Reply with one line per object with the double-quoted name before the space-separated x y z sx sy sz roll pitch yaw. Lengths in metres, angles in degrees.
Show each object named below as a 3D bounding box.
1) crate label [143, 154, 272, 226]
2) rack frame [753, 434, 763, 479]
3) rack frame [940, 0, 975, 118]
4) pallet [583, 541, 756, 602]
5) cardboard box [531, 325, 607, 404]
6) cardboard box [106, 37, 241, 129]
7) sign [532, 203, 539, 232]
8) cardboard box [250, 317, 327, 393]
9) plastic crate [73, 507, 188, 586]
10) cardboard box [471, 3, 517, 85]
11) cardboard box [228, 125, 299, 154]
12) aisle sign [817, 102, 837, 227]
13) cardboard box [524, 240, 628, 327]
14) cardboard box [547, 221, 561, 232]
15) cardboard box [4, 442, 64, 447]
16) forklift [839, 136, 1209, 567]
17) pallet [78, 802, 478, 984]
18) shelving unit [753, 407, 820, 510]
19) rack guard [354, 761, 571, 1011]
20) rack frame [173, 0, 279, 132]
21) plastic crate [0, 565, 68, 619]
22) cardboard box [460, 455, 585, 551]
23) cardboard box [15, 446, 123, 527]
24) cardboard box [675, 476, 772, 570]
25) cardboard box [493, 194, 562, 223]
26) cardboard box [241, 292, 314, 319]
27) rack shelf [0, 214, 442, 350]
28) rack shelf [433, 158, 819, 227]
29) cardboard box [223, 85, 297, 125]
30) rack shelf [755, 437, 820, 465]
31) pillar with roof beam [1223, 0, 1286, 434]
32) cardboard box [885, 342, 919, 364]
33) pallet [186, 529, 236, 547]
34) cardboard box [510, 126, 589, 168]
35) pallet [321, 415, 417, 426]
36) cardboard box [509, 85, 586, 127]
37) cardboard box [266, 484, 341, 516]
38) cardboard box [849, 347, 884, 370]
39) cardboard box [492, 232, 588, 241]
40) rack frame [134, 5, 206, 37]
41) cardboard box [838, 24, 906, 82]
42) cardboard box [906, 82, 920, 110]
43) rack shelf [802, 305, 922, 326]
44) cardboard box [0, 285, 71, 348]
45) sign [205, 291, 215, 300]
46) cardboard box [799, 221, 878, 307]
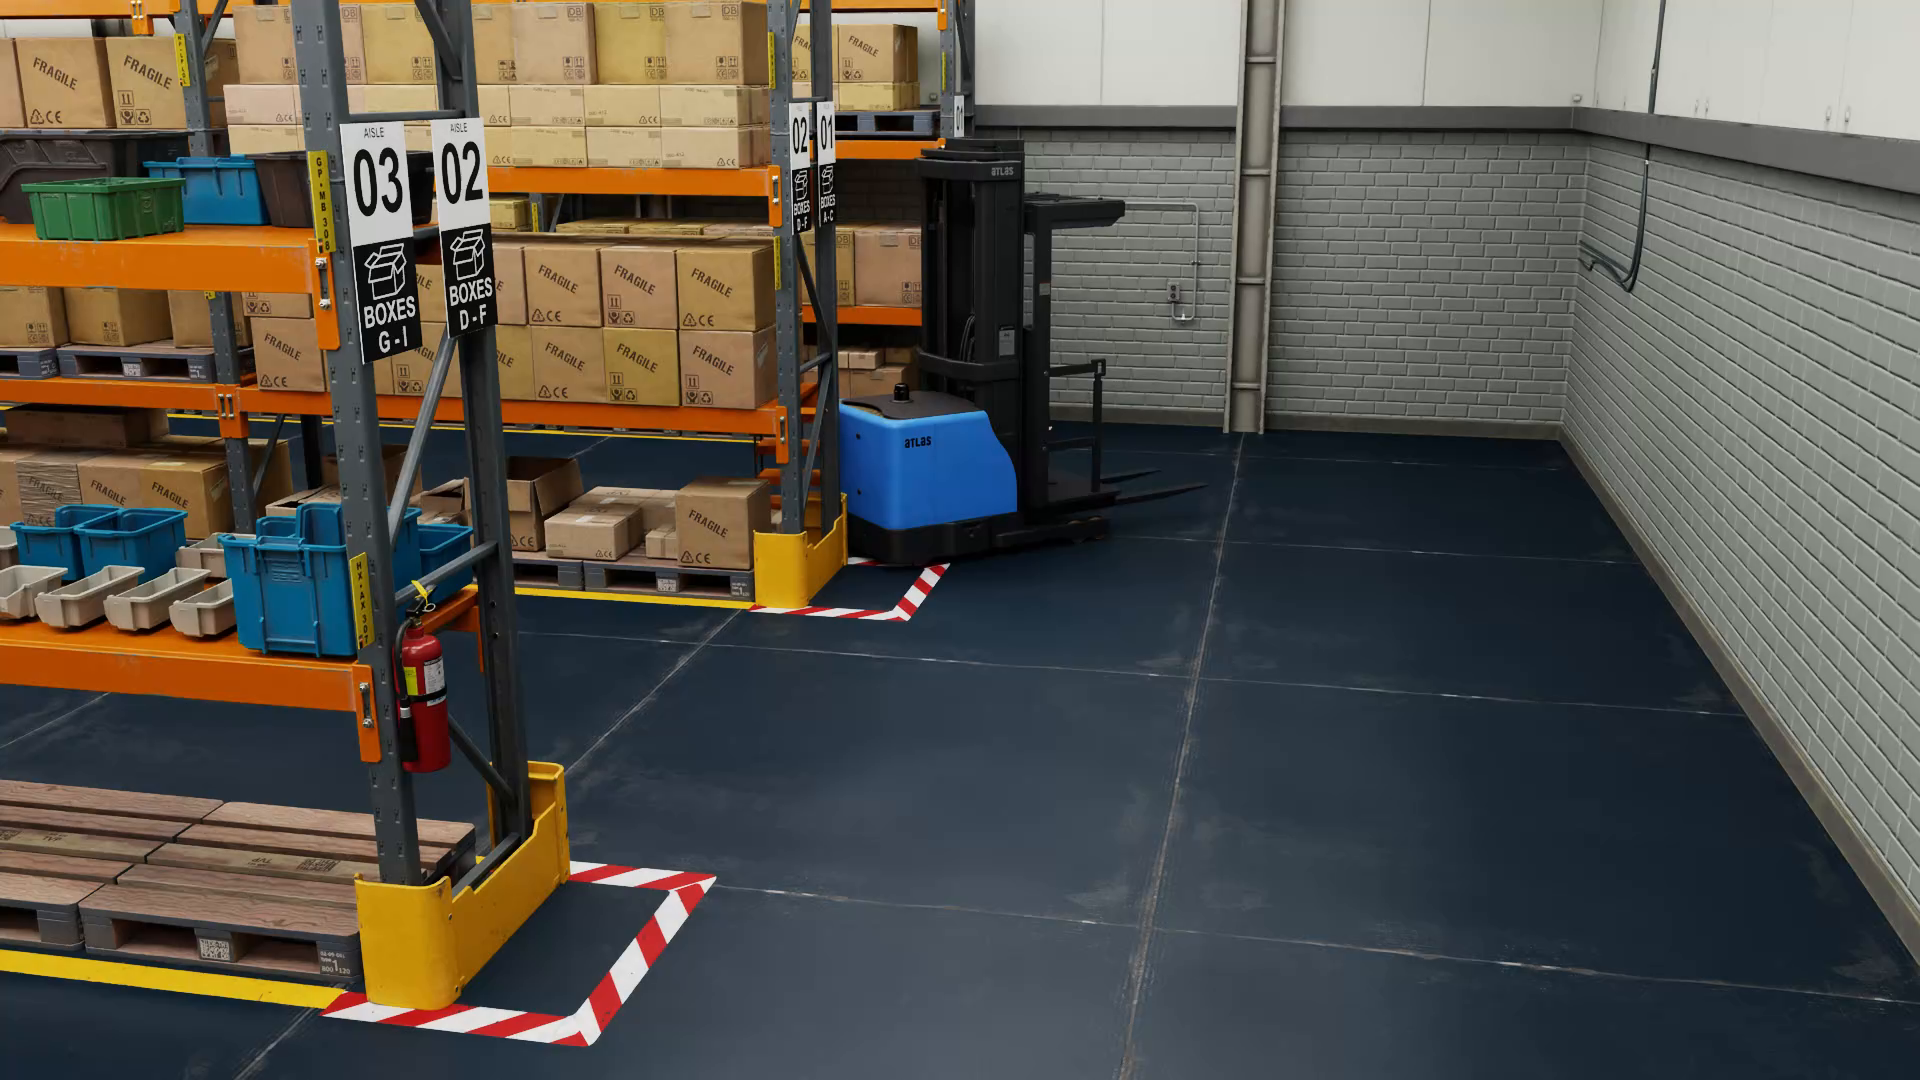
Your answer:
"crate label" -2.830 -1.361 6.446 0.502 0.251 0.408 3 16 11
"rack frame" -1.452 -0.492 12.021 0.015 1.200 0.240 1 16 5
"rack frame" -0.017 -5.336 14.899 0.127 3.000 1.000 3 16 11
"pallet" -1.856 0.149 11.560 1.213 0.211 1.003 3 16 11
"cardboard box" -2.490 -1.204 11.034 0.500 0.500 0.500 3 16 12
"cardboard box" -5.399 -3.152 11.472 0.600 0.600 0.600 2 16 6
"sign" -4.035 -3.035 15.810 0.005 0.325 0.100 3 16 11
"cardboard box" -4.475 -1.312 11.421 0.500 0.500 0.500 4 16 13
"plastic crate" -3.457 0.029 6.969 0.300 0.233 0.416 3 16 11
"cardboard box" -2.962 -3.246 10.912 0.500 0.500 0.700 3 16 11
"cardboard box" -4.493 -2.644 11.082 0.500 0.250 0.500 3 16 11
"aisle sign" -0.875 -2.475 10.938 0.004 0.787 0.394 3 16 11
"cardboard box" -2.495 -1.684 10.891 0.500 0.500 0.500 4 16 13
"cardboard box" -4.337 -2.949 16.739 0.500 0.500 0.500 3 16 9
"cardboard box" -6.854 -0.540 12.680 0.500 0.500 0.500 3 16 9
"forklift" 0.528 -1.501 12.419 3.031 2.935 1.130 -9 18 -31
"pallet" -2.791 1.436 6.911 1.213 0.211 1.003 3 16 11
"shelving unit" -1.209 -0.487 12.001 0.503 1.200 0.258 1 16 5
"rack guard" -1.965 1.349 6.685 0.348 0.500 1.175 3 16 11
"rack frame" -4.920 -4.253 10.988 0.127 3.000 1.000 3 16 11
"plastic crate" -3.679 0.210 6.496 0.250 0.136 0.298 3 16 11
"cardboard box" -3.078 -0.272 11.708 0.637 0.503 0.797 3 16 11
"cardboard box" -6.435 -0.376 12.088 0.500 0.500 0.500 3 16 12
"cardboard box" -1.582 -0.121 11.168 0.500 0.500 0.500 3 16 11
"cardboard box" -4.335 -3.313 16.647 0.500 0.250 0.500 4 16 13
"cardboard box" -4.514 -1.793 11.286 0.500 0.500 0.500 4 16 13
"rack shelf" -3.951 -1.059 6.423 4.000 0.370 1.077 3 16 11
"rack shelf" -2.960 -2.354 11.101 4.000 0.370 1.077 3 16 11
"cardboard box" -4.493 -2.885 11.014 0.500 0.250 0.500 3 16 11
"rack shelf" -1.209 -0.637 11.959 0.480 0.148 0.258 1 16 5
"pillar with roof beam" 1.944 -4.293 11.132 0.400 9.000 9.100 3 16 11
"cardboard box" -0.560 -1.812 16.096 0.250 0.149 0.380 3 16 11
"pallet" -5.724 -0.051 12.282 1.213 0.211 1.003 3 16 11
"cardboard box" -2.536 -2.533 10.680 0.500 0.250 0.500 3 16 11
"pallet" -5.907 -1.400 17.149 1.213 0.211 1.003 3 16 11
"cardboard box" -2.533 -2.778 10.627 0.500 0.250 0.500 3 16 11
"cardboard box" -4.552 -0.199 11.804 0.500 0.311 0.500 3 16 11
"cardboard box" -0.885 -1.726 15.783 0.250 0.149 0.380 3 16 10
"cardboard box" -2.883 -1.852 11.499 0.500 0.500 0.500 3 16 11
"rack frame" -7.856 -5.762 16.435 0.127 3.000 1.000 3 16 11
"cardboard box" -0.788 -4.398 15.033 0.500 0.500 0.500 3 16 11
"cardboard box" -0.683 -4.172 15.622 0.500 0.250 0.500 4 16 14
"rack shelf" -1.976 -2.205 16.180 4.000 0.370 1.077 3 16 11
"cardboard box" -6.663 -1.690 12.001 0.500 0.500 0.700 -1 16 -3
"sign" -5.027 -1.774 11.110 0.005 0.325 0.100 3 16 11
"cardboard box" -1.233 -2.650 15.877 0.700 0.700 0.980 3 16 11
